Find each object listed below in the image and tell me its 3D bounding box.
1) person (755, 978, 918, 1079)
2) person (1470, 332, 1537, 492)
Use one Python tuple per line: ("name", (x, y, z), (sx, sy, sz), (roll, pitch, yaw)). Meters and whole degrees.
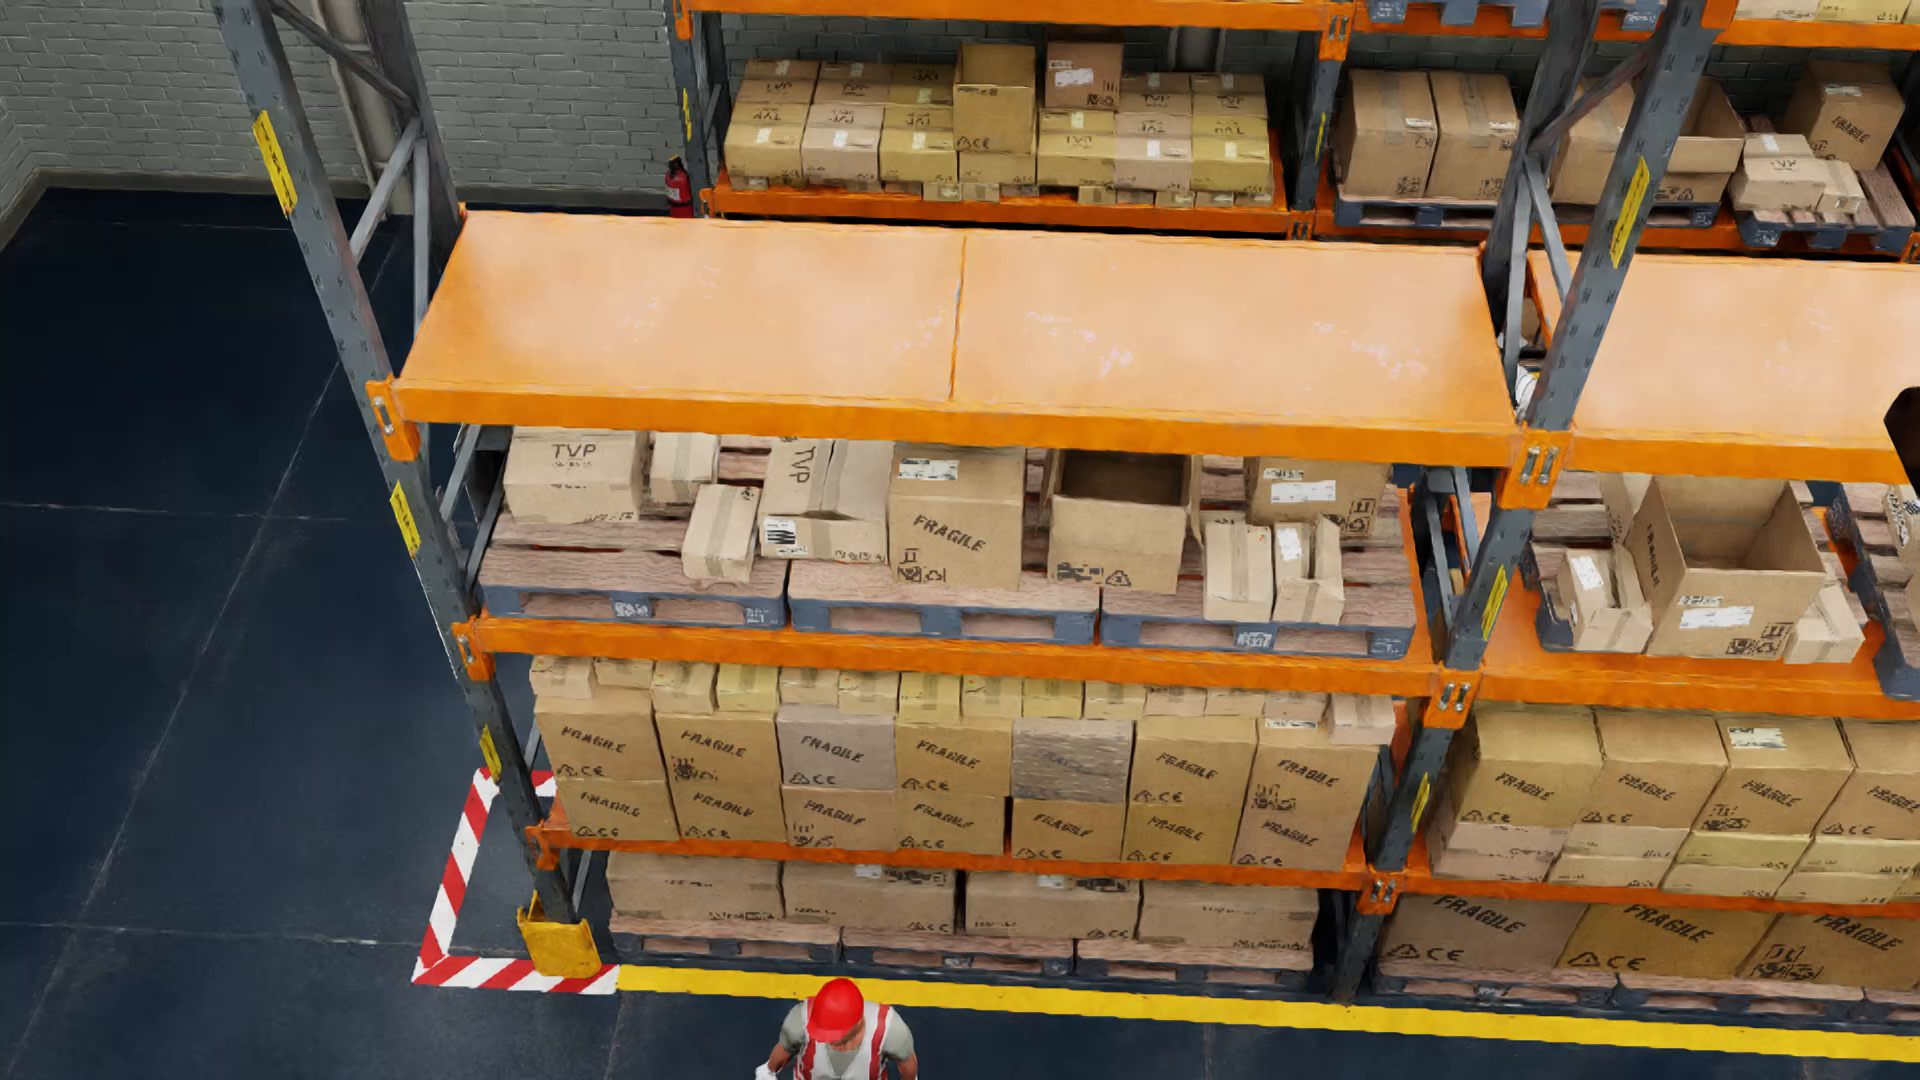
("person", (-0.538, 2.426, 7.315), (0.752, 1.787, 0.524), (0, 48, 0))
("person", (3.092, -0.555, 10.048), (0.668, 1.744, 0.589), (20, 51, 17))
